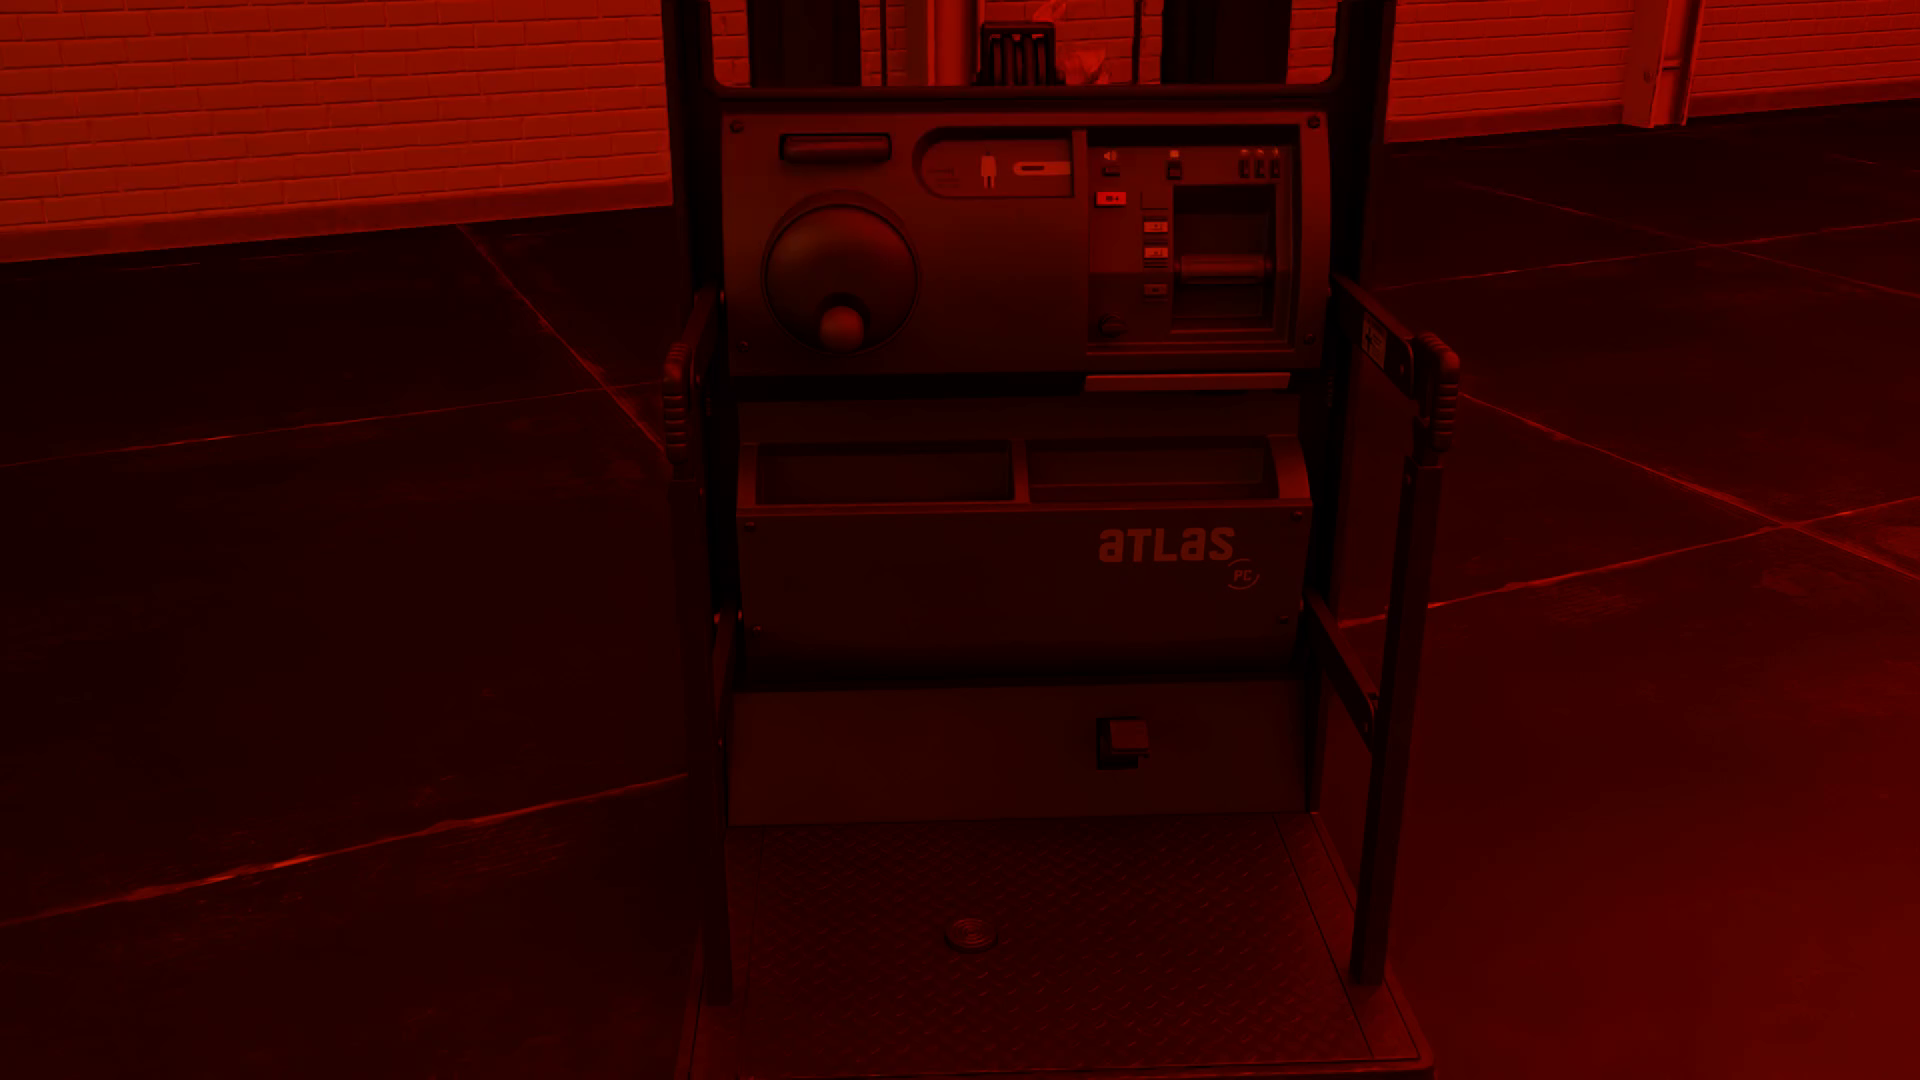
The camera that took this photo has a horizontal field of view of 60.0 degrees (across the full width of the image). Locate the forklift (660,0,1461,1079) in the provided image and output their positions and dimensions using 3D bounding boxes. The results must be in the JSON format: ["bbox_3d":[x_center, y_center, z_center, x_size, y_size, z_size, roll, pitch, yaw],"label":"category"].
[{"bbox_3d":[0.116,-0.444,2.356,1.130,2.935,3.031,-1,23,-3],"label":"forklift"}]

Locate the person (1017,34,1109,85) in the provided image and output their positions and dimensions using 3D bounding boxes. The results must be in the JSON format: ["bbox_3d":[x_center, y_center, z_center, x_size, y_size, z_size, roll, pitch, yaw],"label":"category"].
[{"bbox_3d":[0.540,-0.835,5.035,0.865,1.679,1.097,-9,24,-22],"label":"person"}]
